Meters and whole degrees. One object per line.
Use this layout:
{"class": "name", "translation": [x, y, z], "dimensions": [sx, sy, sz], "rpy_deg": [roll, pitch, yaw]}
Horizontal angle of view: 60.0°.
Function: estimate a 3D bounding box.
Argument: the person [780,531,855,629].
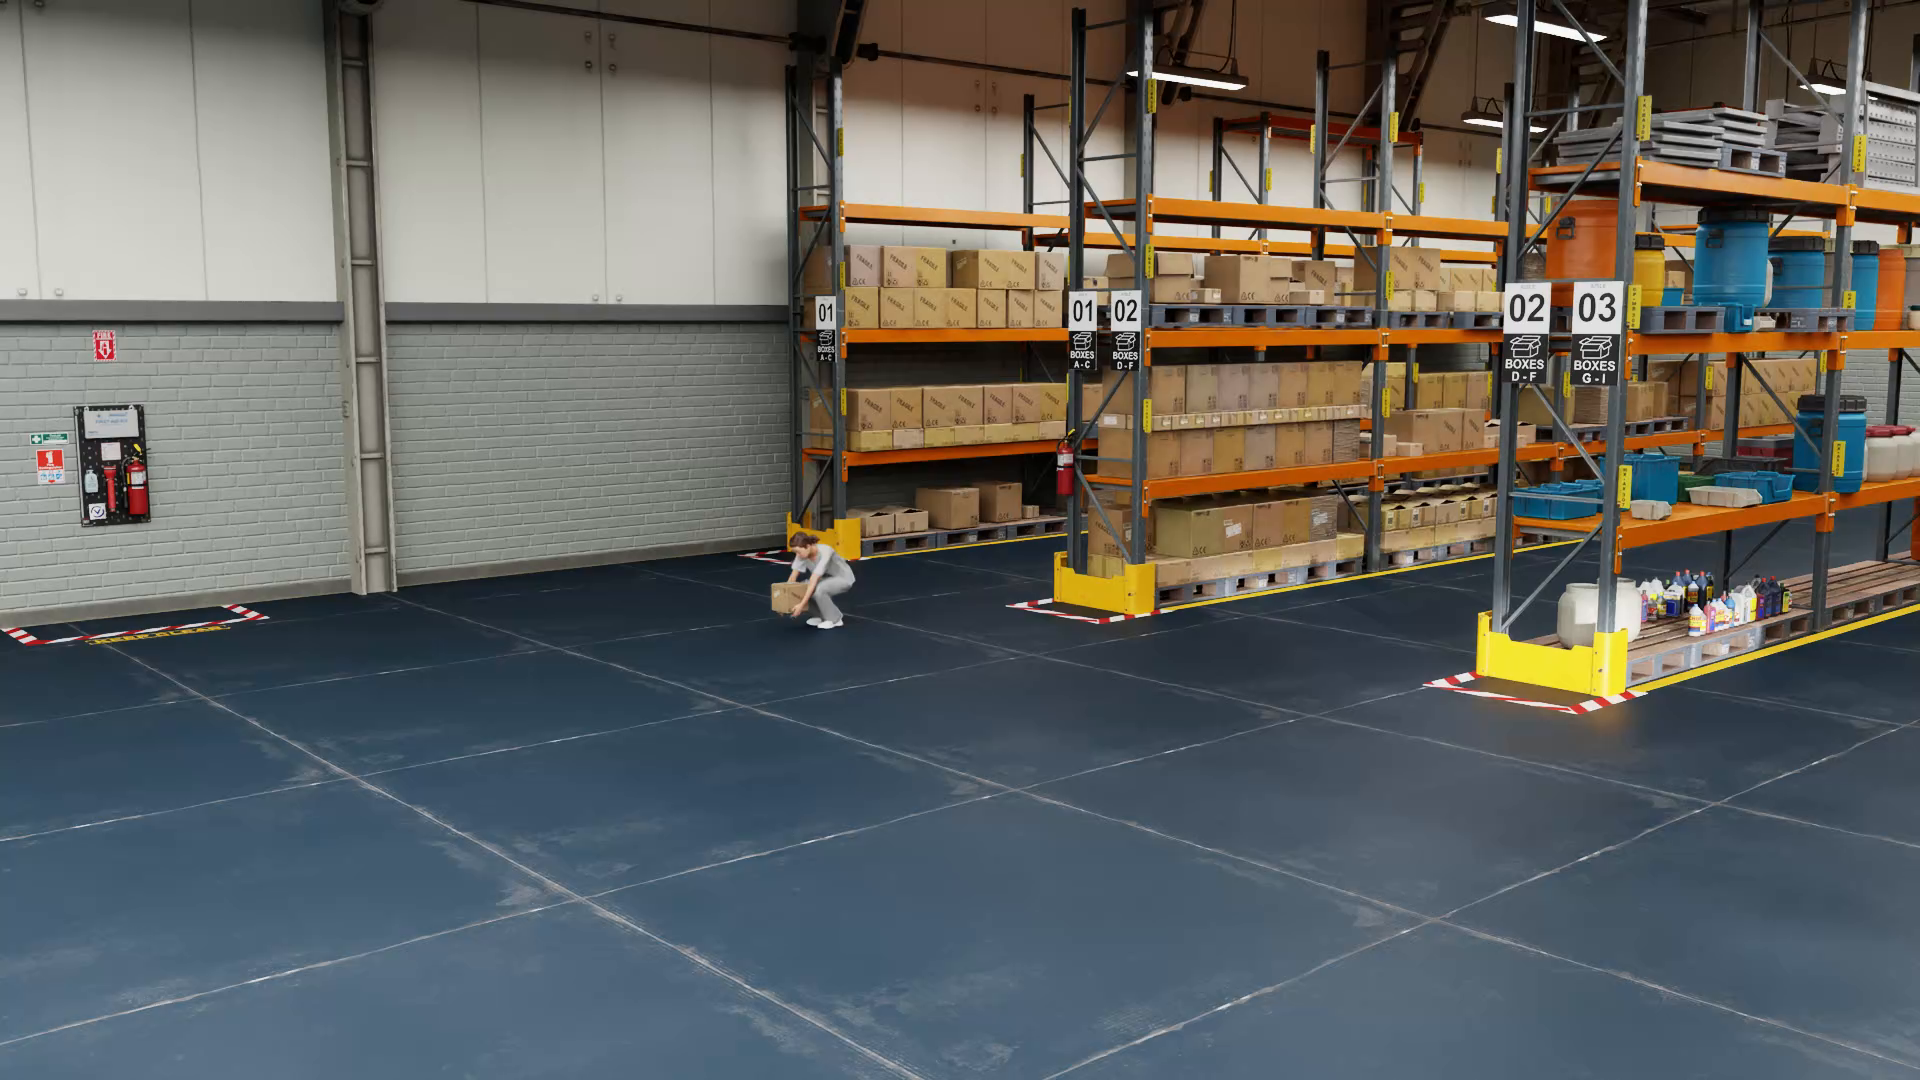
{"class": "person", "translation": [-1.360, 0.365, 15.812], "dimensions": [0.802, 0.956, 0.467], "rpy_deg": [-7, 10, -42]}
